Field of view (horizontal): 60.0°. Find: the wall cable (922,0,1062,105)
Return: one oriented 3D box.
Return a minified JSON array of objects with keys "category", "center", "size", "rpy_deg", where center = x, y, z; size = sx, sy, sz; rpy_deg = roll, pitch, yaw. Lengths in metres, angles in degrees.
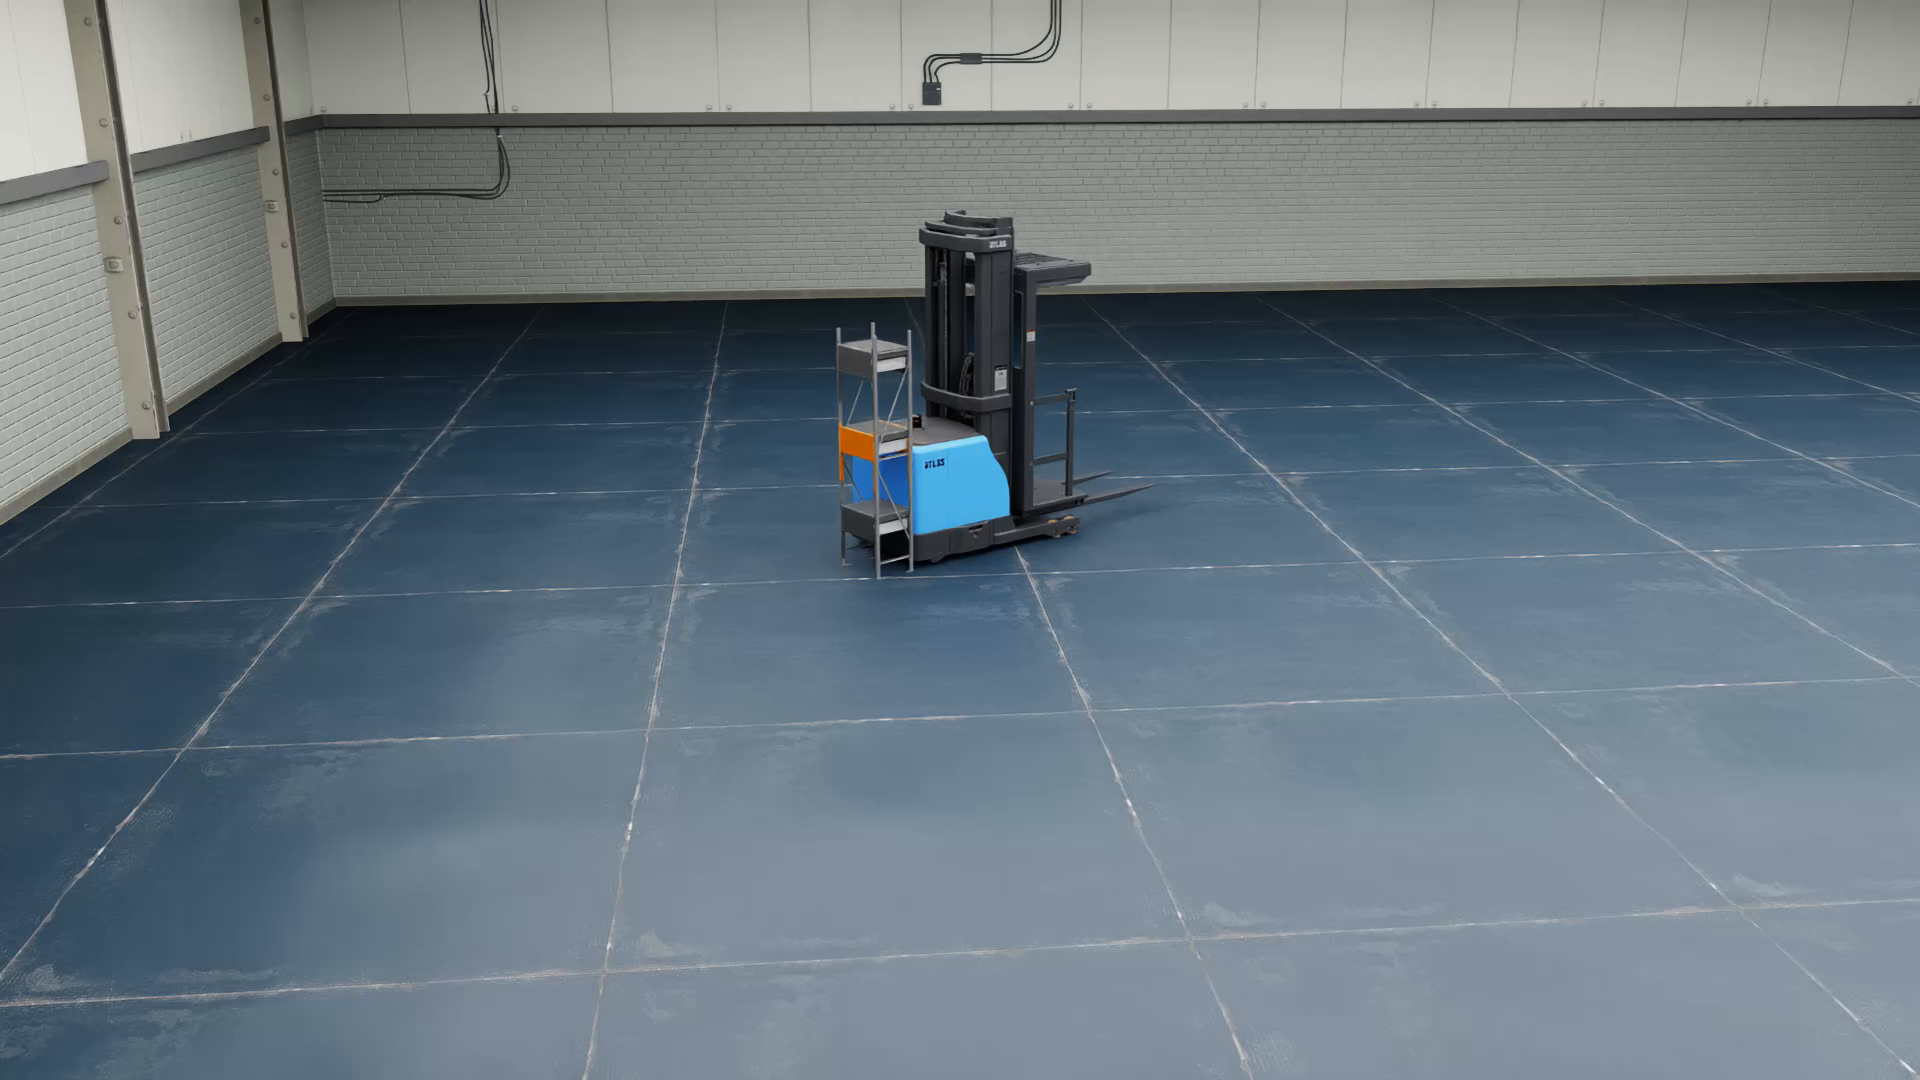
[{"category":"wall cable","center":[0.532,-10.122,26.789],"size":[2.305,6.003,0.169],"rpy_deg":[-2,18,-6]}]

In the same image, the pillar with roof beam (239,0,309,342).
[{"category":"pillar with roof beam","center":[-5.642,-7.425,23.877],"size":[9.100,9.000,0.400],"rpy_deg":[-2,18,-6]}]

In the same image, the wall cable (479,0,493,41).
[{"category":"wall cable","center":[-6.222,-9.222,26.354],"size":[3.097,2.526,0.112],"rpy_deg":[-2,18,-6]}]

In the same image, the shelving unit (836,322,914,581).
[{"category":"shelving unit","center":[-0.718,-0.751,14.136],"size":[0.431,2.100,0.503],"rpy_deg":[-15,23,-39]}]

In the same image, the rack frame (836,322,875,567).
[{"category":"rack frame","center":[-0.879,-0.806,14.311],"size":[0.400,2.100,0.015],"rpy_deg":[-15,23,-39]}]

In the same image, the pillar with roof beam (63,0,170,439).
[{"category":"pillar with roof beam","center":[-5.023,-5.637,18.183],"size":[9.100,9.000,0.400],"rpy_deg":[-2,18,-6]}]

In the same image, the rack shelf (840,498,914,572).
[{"category":"rack shelf","center":[-0.718,-0.070,14.349],"size":[0.431,0.518,0.480],"rpy_deg":[-15,23,-39]}]

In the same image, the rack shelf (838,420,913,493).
[{"category":"rack shelf","center":[-0.718,-0.738,14.140],"size":[0.431,0.518,0.480],"rpy_deg":[-15,23,-39]}]

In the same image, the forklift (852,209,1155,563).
[{"category":"forklift","center":[0.496,-1.531,15.234],"size":[3.031,2.935,1.130],"rpy_deg":[-13,22,-35]}]

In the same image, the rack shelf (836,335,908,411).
[{"category":"rack shelf","center":[-0.718,-1.405,13.930],"size":[0.431,0.518,0.480],"rpy_deg":[-15,23,-39]}]

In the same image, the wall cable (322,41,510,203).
[{"category":"wall cable","center":[-8.912,-6.729,26.844],"size":[3.097,2.526,0.112],"rpy_deg":[-2,18,-6]}]

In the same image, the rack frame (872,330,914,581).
[{"category":"rack frame","center":[-0.558,-0.696,13.960],"size":[0.400,2.100,0.015],"rpy_deg":[-15,23,-39]}]
